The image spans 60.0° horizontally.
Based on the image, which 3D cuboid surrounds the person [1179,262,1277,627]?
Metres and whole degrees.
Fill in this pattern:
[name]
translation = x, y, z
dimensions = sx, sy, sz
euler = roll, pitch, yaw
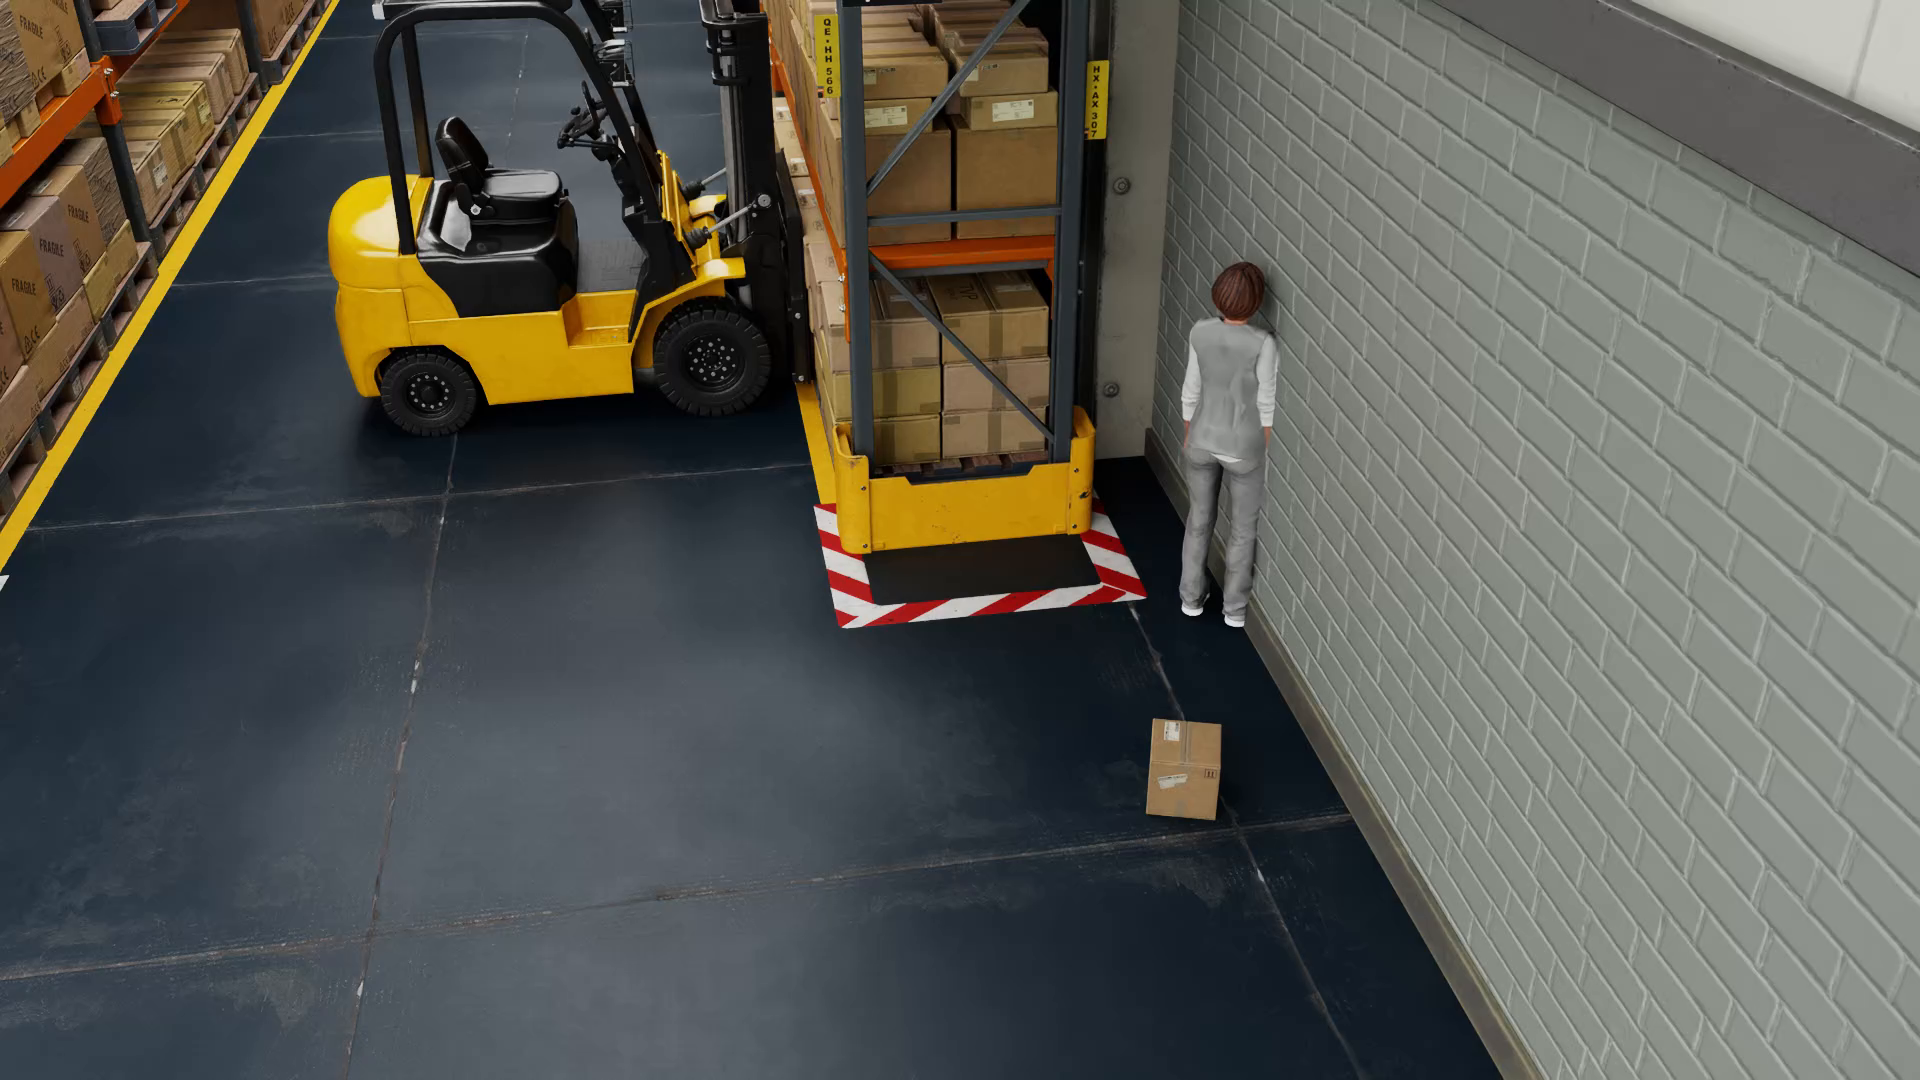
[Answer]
[person]
translation = 1.094, -0.378, 6.763
dimensions = 0.411, 1.602, 0.324
euler = 16, 34, 24
